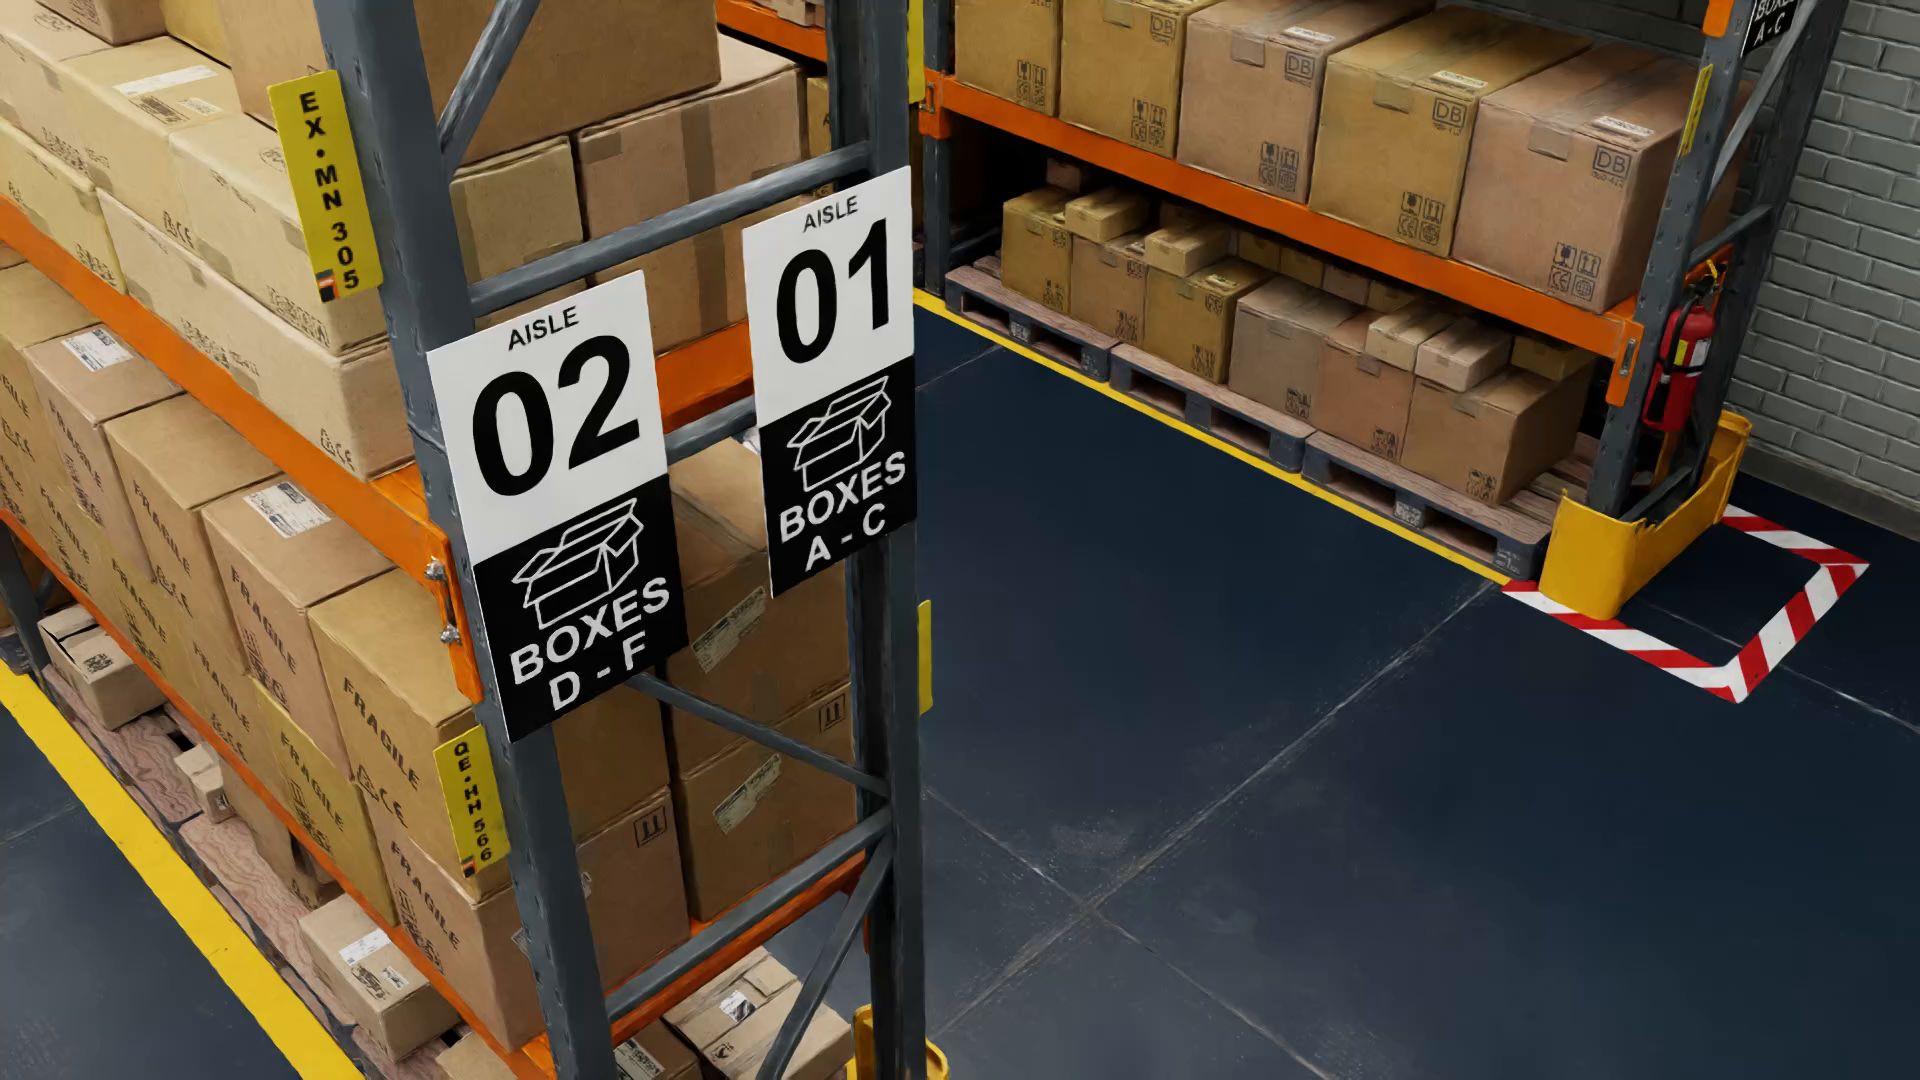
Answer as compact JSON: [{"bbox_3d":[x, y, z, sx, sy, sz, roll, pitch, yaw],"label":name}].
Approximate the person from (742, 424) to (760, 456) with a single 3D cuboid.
[{"bbox_3d":[-0.670,0.071,6.083,0.428,1.635,0.496,30,45,35],"label":"person"}]
